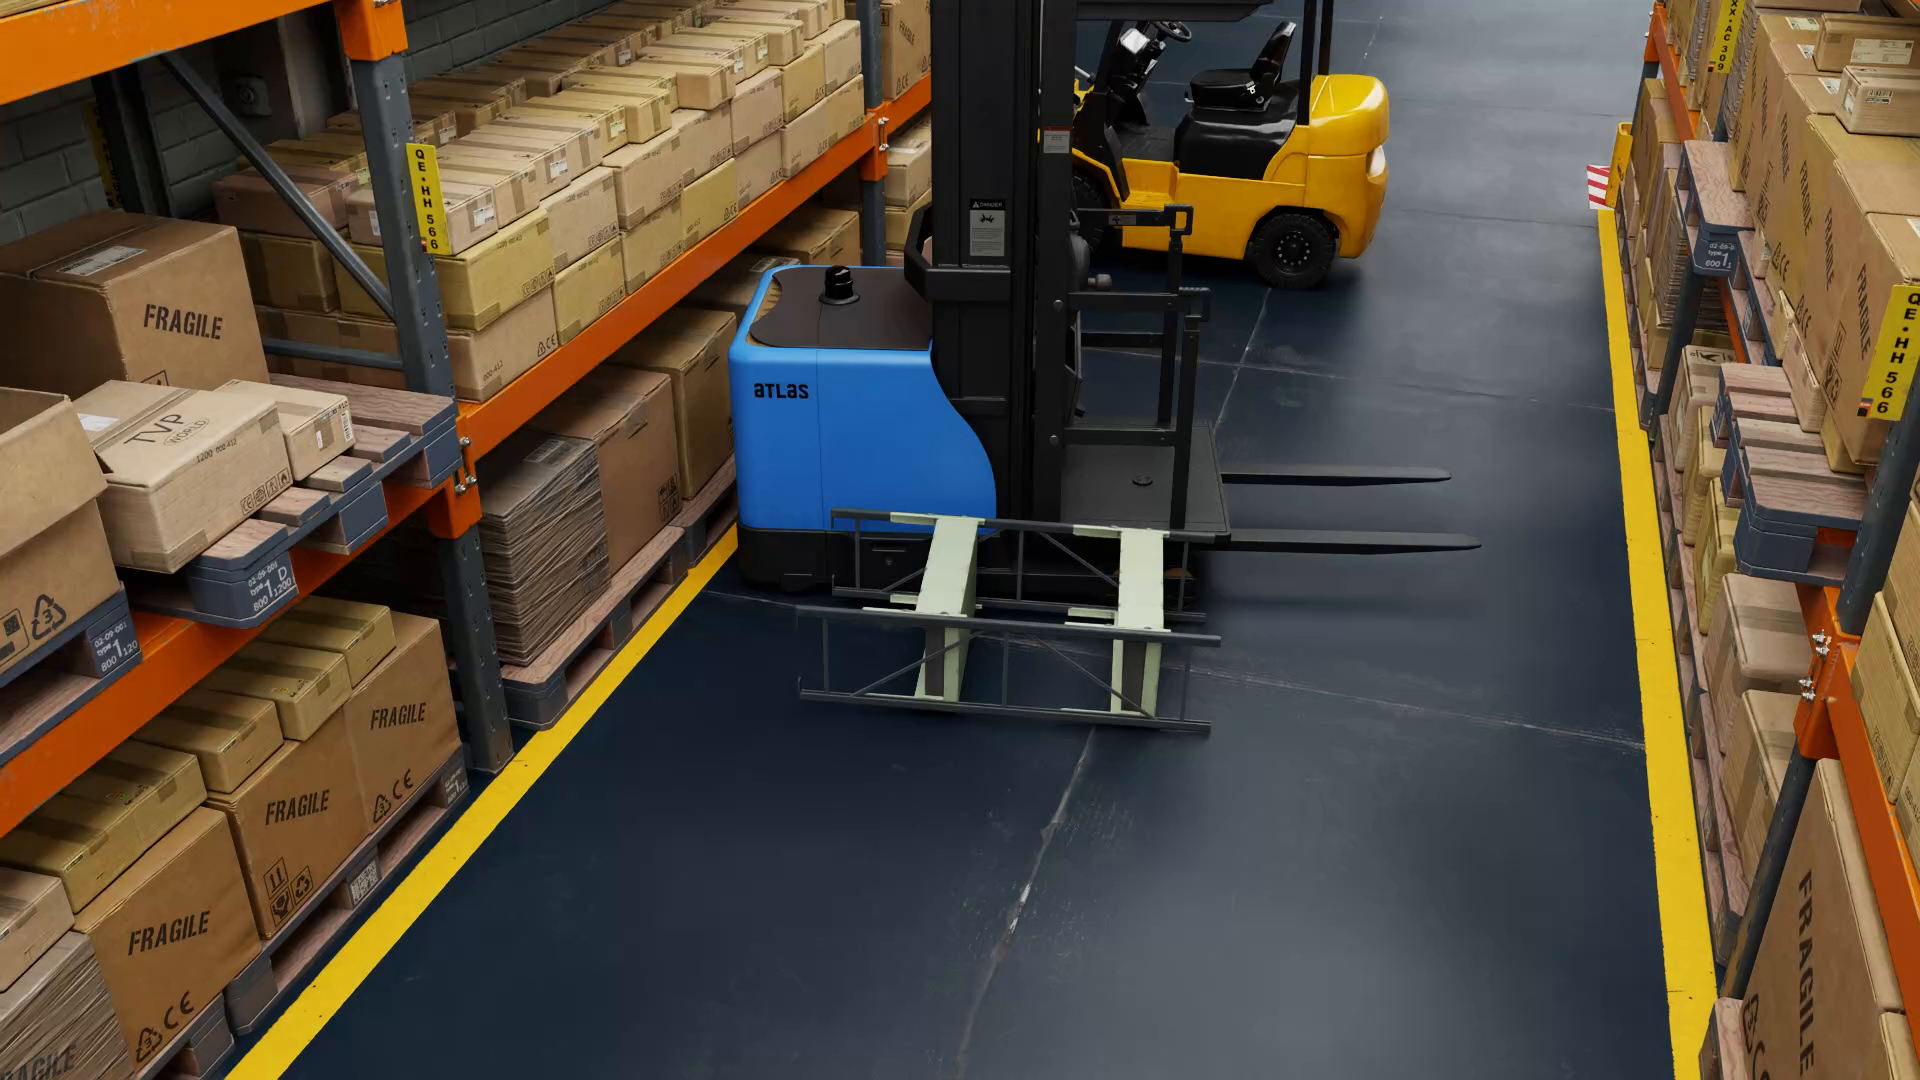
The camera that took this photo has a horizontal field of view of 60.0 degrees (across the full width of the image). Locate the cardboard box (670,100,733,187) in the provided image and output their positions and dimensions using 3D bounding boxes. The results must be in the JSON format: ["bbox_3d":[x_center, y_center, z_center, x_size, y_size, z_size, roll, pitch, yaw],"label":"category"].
[{"bbox_3d":[-1.259,-1.627,6.730,0.500,0.250,0.500,9,30,16],"label":"cardboard box"}]

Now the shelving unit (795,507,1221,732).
[{"bbox_3d":[0.196,0.281,6.265,1.500,0.431,0.755,4,30,4],"label":"shelving unit"}]

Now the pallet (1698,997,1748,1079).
[{"bbox_3d":[2.375,1.692,3.992,1.003,0.211,1.213,8,30,15],"label":"pallet"}]

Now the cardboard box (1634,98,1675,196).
[{"bbox_3d":[4.370,-2.320,9.959,0.500,0.500,0.500,7,30,13],"label":"cardboard box"}]

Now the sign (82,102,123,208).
[{"bbox_3d":[-2.599,-1.173,5.081,0.100,0.325,0.005,8,30,15],"label":"sign"}]

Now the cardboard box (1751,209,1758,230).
[{"bbox_3d":[3.181,-1.232,6.206,0.380,0.149,0.250,9,30,16],"label":"cardboard box"}]

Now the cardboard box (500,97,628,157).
[{"bbox_3d":[-1.454,-1.514,6.116,0.380,0.149,0.250,9,30,15],"label":"cardboard box"}]

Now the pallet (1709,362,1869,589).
[{"bbox_3d":[2.786,-0.145,4.622,1.213,0.211,1.003,8,30,15],"label":"pallet"}]

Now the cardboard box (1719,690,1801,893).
[{"bbox_3d":[2.854,0.821,4.959,0.950,0.372,0.625,6,30,11],"label":"cardboard box"}]

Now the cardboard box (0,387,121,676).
[{"bbox_3d":[-2.370,-0.033,3.685,0.797,0.503,0.637,8,30,14],"label":"cardboard box"}]

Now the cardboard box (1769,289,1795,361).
[{"bbox_3d":[2.740,-0.646,5.152,0.380,0.149,0.250,9,30,16],"label":"cardboard box"}]

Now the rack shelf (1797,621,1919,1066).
[{"bbox_3d":[2.092,1.361,2.457,1.077,0.370,4.000,8,30,15],"label":"rack shelf"}]

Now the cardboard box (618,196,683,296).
[{"bbox_3d":[-1.407,-1.168,6.419,0.500,0.250,0.500,8,30,13],"label":"cardboard box"}]

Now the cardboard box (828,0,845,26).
[{"bbox_3d":[-0.781,-2.585,8.040,0.380,0.149,0.250,10,30,17],"label":"cardboard box"}]

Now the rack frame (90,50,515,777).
[{"bbox_3d":[-2.067,-0.589,5.223,1.000,3.000,0.127,8,30,15],"label":"rack frame"}]

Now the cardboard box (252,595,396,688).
[{"bbox_3d":[-1.970,0.302,5.093,0.380,0.149,0.250,7,30,12],"label":"cardboard box"}]

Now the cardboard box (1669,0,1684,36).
[{"bbox_3d":[4.325,-3.115,9.355,0.500,0.500,0.500,8,30,14],"label":"cardboard box"}]

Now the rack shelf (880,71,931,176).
[{"bbox_3d":[-0.306,-3.063,10.410,1.077,0.370,4.000,8,30,15],"label":"rack shelf"}]

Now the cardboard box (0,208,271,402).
[{"bbox_3d":[-2.368,-0.599,4.707,0.500,0.500,0.500,10,31,17],"label":"cardboard box"}]

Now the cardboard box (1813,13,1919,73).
[{"bbox_3d":[3.156,-1.694,5.702,0.380,0.149,0.250,10,31,18],"label":"cardboard box"}]

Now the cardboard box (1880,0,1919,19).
[{"bbox_3d":[3.937,-1.851,6.651,0.500,0.500,0.500,8,30,14],"label":"cardboard box"}]

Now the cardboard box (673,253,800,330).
[{"bbox_3d":[-1.271,-0.990,7.955,0.875,0.625,0.625,8,30,14],"label":"cardboard box"}]

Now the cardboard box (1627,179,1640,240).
[{"bbox_3d":[4.369,-2.011,10.175,0.500,0.250,0.500,10,30,17],"label":"cardboard box"}]

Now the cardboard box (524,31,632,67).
[{"bbox_3d":[-1.626,-2.057,7.093,0.380,0.149,0.250,8,30,14],"label":"cardboard box"}]

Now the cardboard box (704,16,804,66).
[{"bbox_3d":[-0.912,-2.215,7.375,0.380,0.149,0.250,8,30,13],"label":"cardboard box"}]

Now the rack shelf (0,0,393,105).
[{"bbox_3d":[-2.654,-0.656,2.998,1.077,0.370,4.000,8,30,15],"label":"rack shelf"}]

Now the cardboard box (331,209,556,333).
[{"bbox_3d":[-1.680,-0.910,5.440,0.500,0.250,0.500,8,30,15],"label":"cardboard box"}]

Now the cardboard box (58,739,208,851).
[{"bbox_3d":[-2.261,0.666,4.440,0.380,0.149,0.250,9,30,16],"label":"cardboard box"}]

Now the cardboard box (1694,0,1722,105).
[{"bbox_3d":[3.890,-2.397,8.065,0.500,0.500,0.500,10,30,17],"label":"cardboard box"}]

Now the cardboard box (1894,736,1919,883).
[{"bbox_3d":[2.161,0.616,3.212,0.500,0.250,0.500,8,30,13],"label":"cardboard box"}]

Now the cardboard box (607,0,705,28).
[{"bbox_3d":[-1.405,-2.409,7.725,0.380,0.149,0.250,8,30,15],"label":"cardboard box"}]

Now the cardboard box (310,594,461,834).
[{"bbox_3d":[-1.986,0.547,5.320,0.500,0.500,0.500,9,30,16],"label":"cardboard box"}]

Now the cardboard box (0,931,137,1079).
[{"bbox_3d":[-2.429,1.266,4.028,0.500,0.500,0.500,7,30,13],"label":"cardboard box"}]

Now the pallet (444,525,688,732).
[{"bbox_3d":[-1.788,0.253,6.579,1.003,0.211,1.213,8,30,15],"label":"pallet"}]

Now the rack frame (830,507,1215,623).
[{"bbox_3d":[0.234,0.101,6.581,1.500,0.400,0.023,4,30,4],"label":"rack frame"}]

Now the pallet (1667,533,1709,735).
[{"bbox_3d":[3.269,0.408,6.299,1.003,0.211,1.213,8,30,15],"label":"pallet"}]

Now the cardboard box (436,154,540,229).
[{"bbox_3d":[-1.615,-1.146,5.455,0.380,0.149,0.250,9,30,16],"label":"cardboard box"}]

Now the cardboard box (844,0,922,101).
[{"bbox_3d":[-0.513,-2.660,8.844,0.500,0.500,0.500,8,30,13],"label":"cardboard box"}]

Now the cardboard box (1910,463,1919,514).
[{"bbox_3d":[2.300,-0.169,3.336,0.500,0.500,0.500,8,30,13],"label":"cardboard box"}]

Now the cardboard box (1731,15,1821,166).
[{"bbox_3d":[3.295,-1.689,6.359,0.500,0.500,0.500,9,30,15],"label":"cardboard box"}]

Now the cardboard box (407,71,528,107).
[{"bbox_3d":[-1.911,-1.708,6.464,0.380,0.149,0.250,8,30,14],"label":"cardboard box"}]

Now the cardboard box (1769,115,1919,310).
[{"bbox_3d":[2.835,-0.967,5.062,0.500,0.500,0.500,6,30,11],"label":"cardboard box"}]

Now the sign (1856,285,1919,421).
[{"bbox_3d":[2.157,-0.427,3.822,0.100,0.325,0.005,8,30,15],"label":"sign"}]

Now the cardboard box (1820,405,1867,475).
[{"bbox_3d":[2.560,-0.277,4.489,0.380,0.149,0.250,9,30,16],"label":"cardboard box"}]

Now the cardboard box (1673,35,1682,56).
[{"bbox_3d":[4.351,-2.895,9.626,0.380,0.149,0.250,9,30,16],"label":"cardboard box"}]

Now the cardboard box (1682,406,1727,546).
[{"bbox_3d":[3.494,-0.198,6.791,0.950,0.372,0.625,10,31,18],"label":"cardboard box"}]

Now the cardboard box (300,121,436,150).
[{"bbox_3d":[-2.061,-1.345,5.813,0.380,0.149,0.250,8,30,15],"label":"cardboard box"}]

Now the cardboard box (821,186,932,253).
[{"bbox_3d":[-0.456,-1.829,9.334,0.500,0.250,0.500,8,30,15],"label":"cardboard box"}]

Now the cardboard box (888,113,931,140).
[{"bbox_3d":[-0.292,-2.283,9.636,0.500,0.250,0.500,9,30,15],"label":"cardboard box"}]

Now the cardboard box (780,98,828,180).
[{"bbox_3d":[-0.933,-1.876,7.692,0.500,0.250,0.500,8,30,15],"label":"cardboard box"}]

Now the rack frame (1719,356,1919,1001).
[{"bbox_3d":[2.679,0.118,3.953,1.000,3.000,0.127,8,30,15],"label":"rack frame"}]

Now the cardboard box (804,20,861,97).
[{"bbox_3d":[-0.793,-2.336,8.004,0.500,0.250,0.500,8,30,14],"label":"cardboard box"}]

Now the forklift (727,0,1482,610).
[{"bbox_3d":[0.624,-1.264,6.507,3.031,2.935,1.130,2,29,3],"label":"forklift"}]

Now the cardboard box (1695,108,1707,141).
[{"bbox_3d":[3.722,-1.941,7.912,0.380,0.149,0.250,9,30,16],"label":"cardboard box"}]

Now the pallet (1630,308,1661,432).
[{"bbox_3d":[4.016,-0.840,8.543,1.003,0.211,1.213,8,30,15],"label":"pallet"}]

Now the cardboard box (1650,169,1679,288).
[{"bbox_3d":[3.918,-1.601,8.667,0.500,0.500,0.500,9,30,16],"label":"cardboard box"}]

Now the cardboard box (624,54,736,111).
[{"bbox_3d":[-1.132,-1.852,6.724,0.380,0.149,0.250,8,30,14],"label":"cardboard box"}]

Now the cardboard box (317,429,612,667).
[{"bbox_3d":[-1.871,-0.023,6.216,0.875,0.625,0.625,9,30,16],"label":"cardboard box"}]

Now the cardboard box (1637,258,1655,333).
[{"bbox_3d":[3.916,-1.285,8.871,0.500,0.250,0.500,8,30,14],"label":"cardboard box"}]
